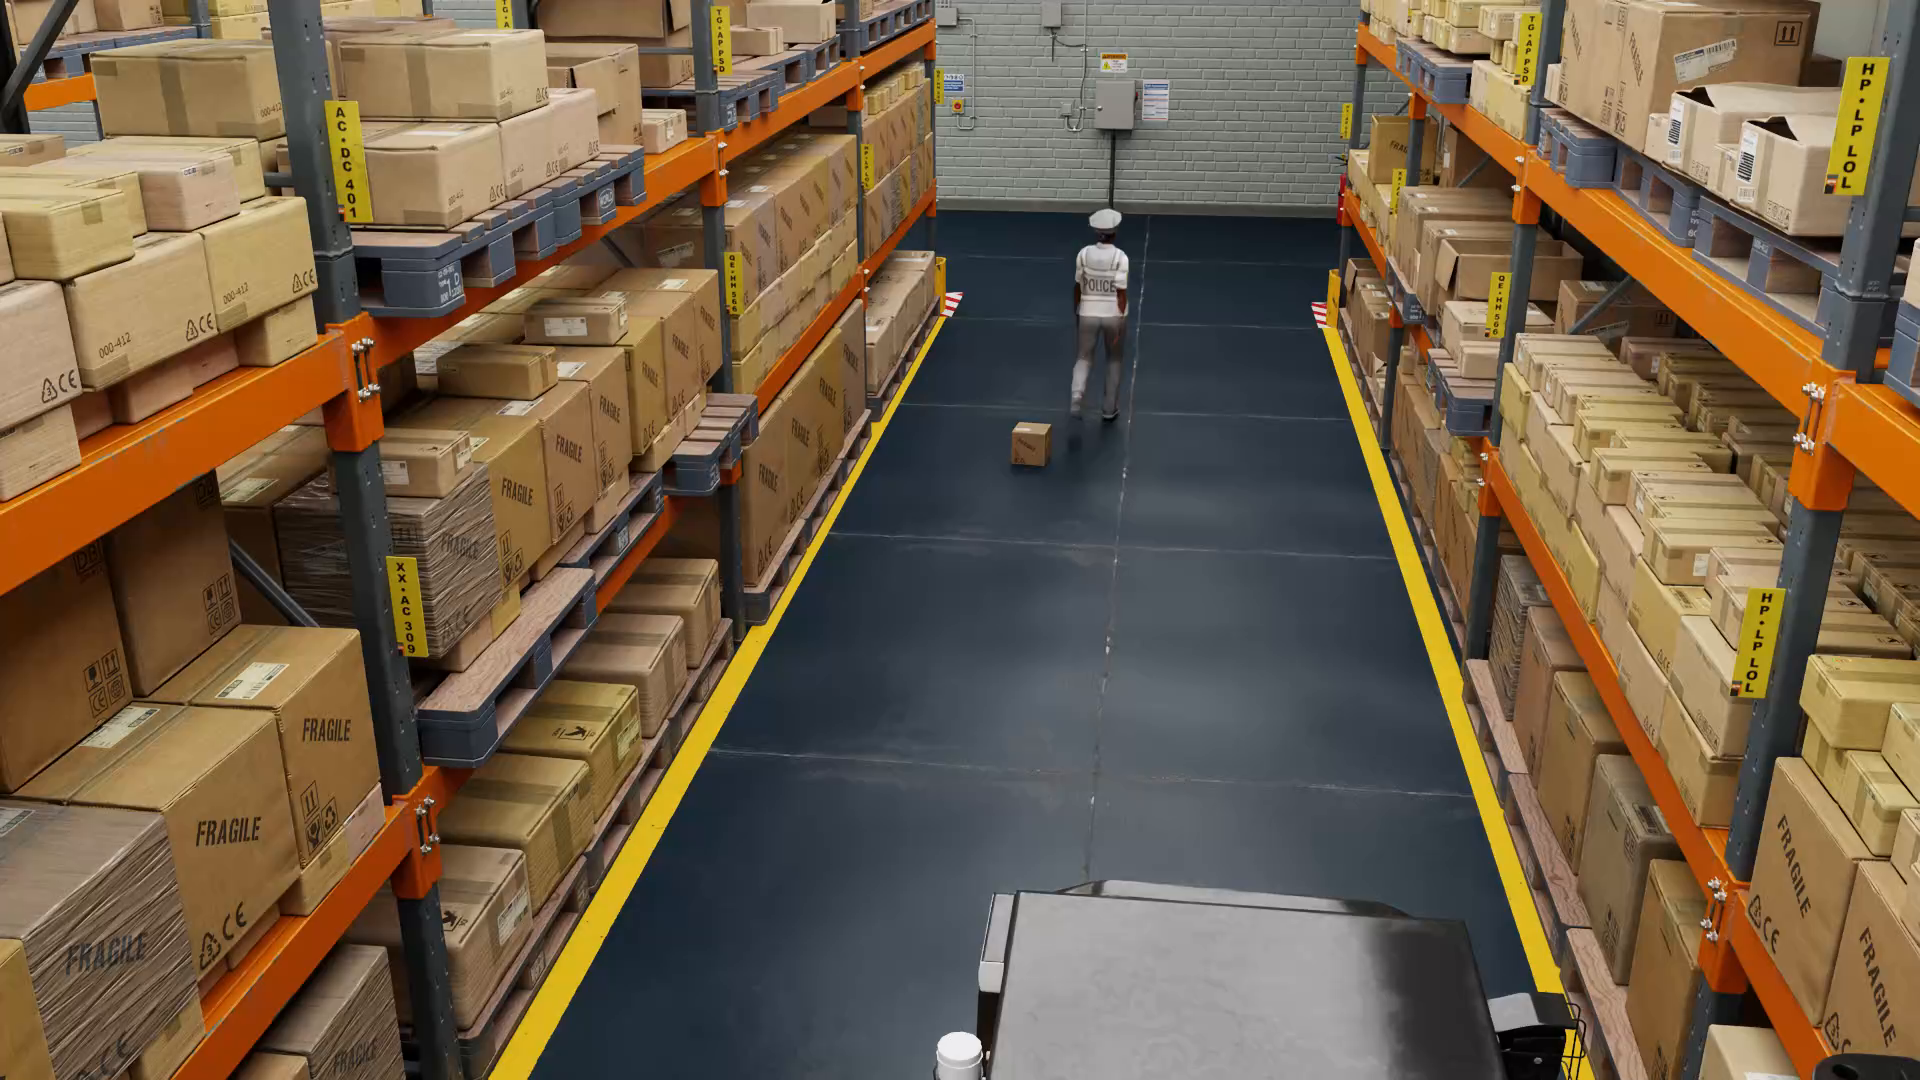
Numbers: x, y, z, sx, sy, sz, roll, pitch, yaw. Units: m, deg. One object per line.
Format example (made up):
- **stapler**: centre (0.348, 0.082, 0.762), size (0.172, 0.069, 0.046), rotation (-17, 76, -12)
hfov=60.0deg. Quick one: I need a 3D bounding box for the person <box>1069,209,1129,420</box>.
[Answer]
- **person**: centre (1.080, -1.713, 12.913), size (0.444, 1.660, 0.721), rotation (6, 22, 14)
